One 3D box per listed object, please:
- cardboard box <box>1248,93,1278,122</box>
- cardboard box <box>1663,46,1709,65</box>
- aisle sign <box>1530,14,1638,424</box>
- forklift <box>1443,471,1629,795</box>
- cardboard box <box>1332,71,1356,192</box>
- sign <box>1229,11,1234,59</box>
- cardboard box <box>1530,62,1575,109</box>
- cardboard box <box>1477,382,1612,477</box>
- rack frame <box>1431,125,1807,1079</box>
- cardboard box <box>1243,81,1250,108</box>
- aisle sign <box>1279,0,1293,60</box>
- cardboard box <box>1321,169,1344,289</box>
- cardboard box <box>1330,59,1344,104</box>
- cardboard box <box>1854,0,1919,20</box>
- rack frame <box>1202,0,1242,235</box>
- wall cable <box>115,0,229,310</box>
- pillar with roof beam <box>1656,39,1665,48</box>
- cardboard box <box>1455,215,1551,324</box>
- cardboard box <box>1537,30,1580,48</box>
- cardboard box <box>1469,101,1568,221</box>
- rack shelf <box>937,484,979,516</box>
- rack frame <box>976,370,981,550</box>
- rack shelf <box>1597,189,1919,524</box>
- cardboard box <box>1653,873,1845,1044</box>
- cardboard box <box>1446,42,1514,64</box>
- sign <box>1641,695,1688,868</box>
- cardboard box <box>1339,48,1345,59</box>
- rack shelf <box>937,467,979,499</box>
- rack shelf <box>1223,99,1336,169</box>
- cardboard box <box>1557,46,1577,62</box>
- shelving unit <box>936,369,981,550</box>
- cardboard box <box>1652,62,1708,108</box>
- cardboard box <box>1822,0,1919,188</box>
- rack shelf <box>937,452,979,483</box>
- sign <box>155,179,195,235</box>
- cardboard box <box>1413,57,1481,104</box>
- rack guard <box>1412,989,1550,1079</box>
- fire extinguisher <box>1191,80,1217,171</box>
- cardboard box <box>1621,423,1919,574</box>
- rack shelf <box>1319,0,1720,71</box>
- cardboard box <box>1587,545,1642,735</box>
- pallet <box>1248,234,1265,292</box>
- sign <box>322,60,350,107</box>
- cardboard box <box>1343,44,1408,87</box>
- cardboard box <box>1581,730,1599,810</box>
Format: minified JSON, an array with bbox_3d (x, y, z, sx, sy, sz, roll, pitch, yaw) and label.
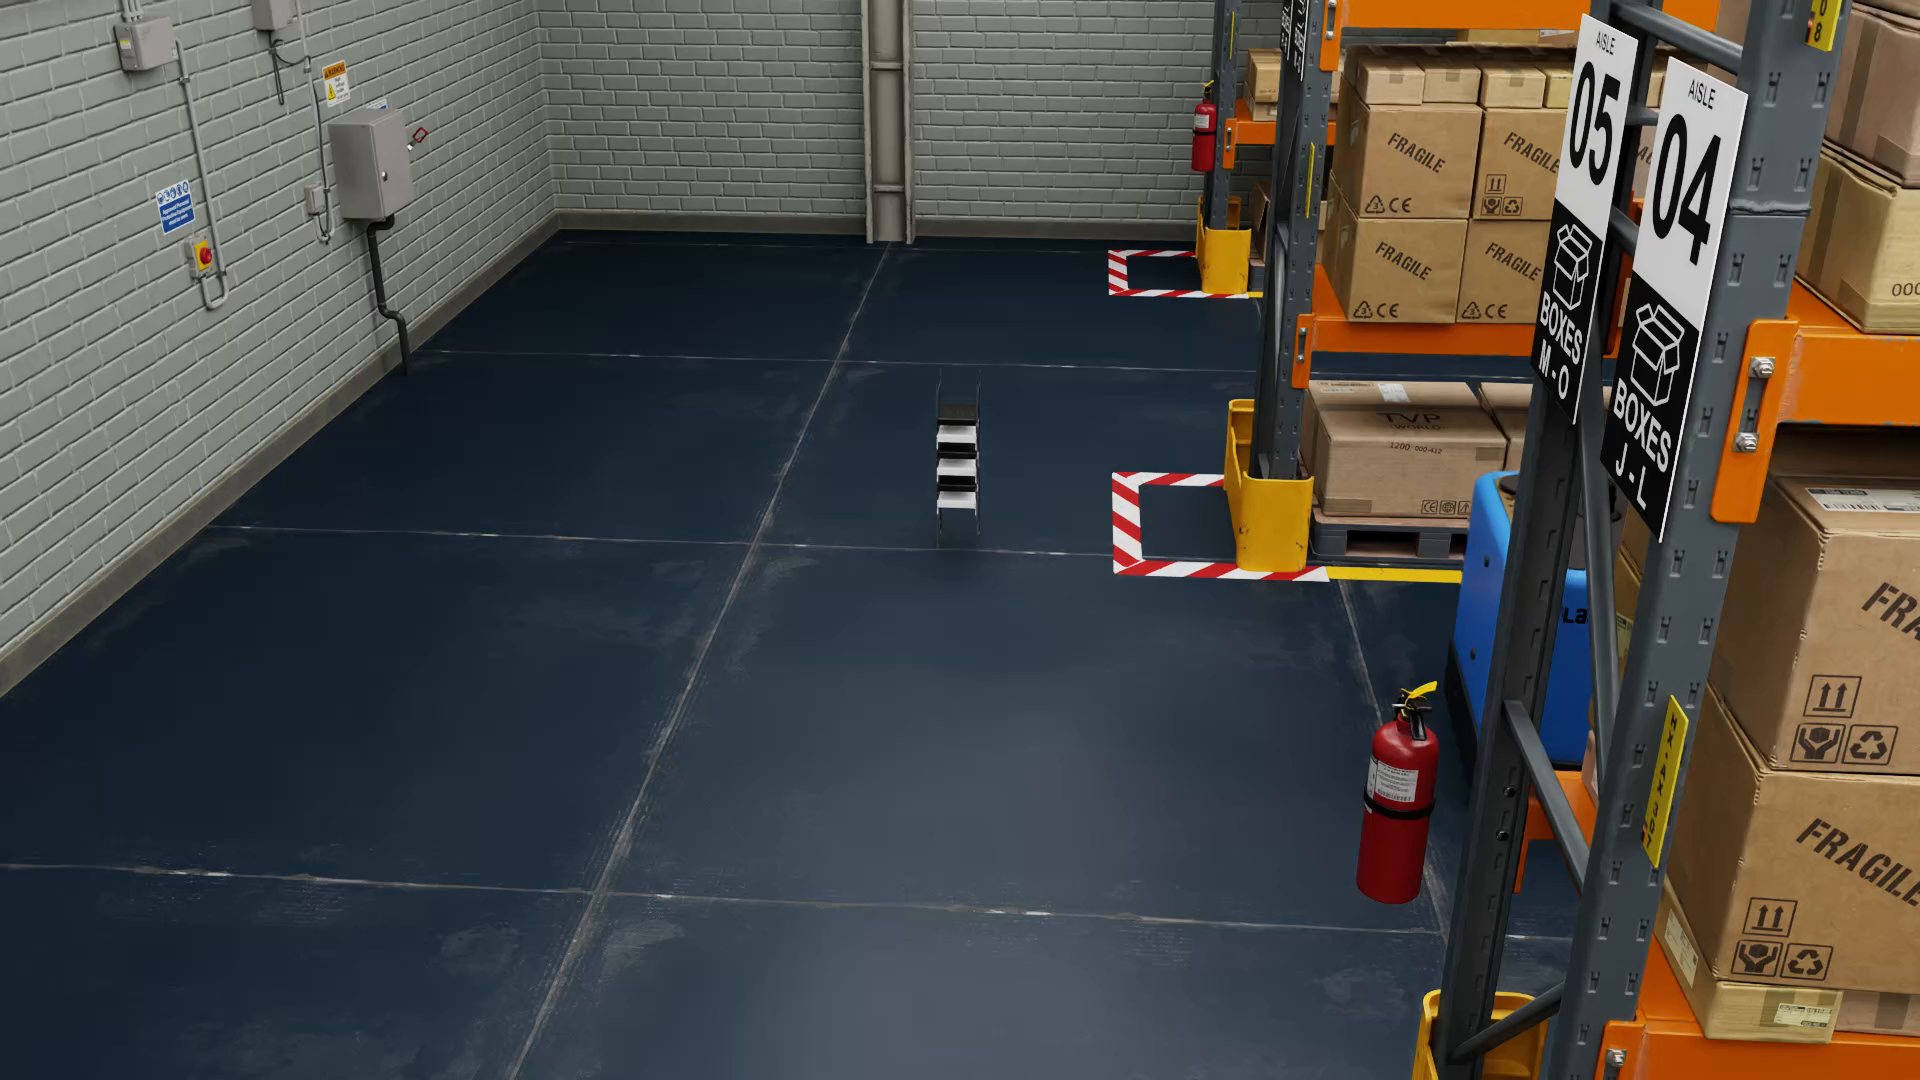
[{"bbox_3d":[2.329,-3.273,12.576,0.250,0.149,0.380,2,25,4],"label":"cardboard box"},{"bbox_3d":[3.556,-2.276,8.015,0.250,0.149,0.380,3,25,6],"label":"cardboard box"},{"bbox_3d":[1.318,-0.686,3.542,0.004,0.787,0.394,2,25,4],"label":"aisle sign"},{"bbox_3d":[3.529,-0.362,6.031,3.031,2.935,1.130,3,25,7],"label":"forklift"},{"bbox_3d":[2.145,-2.027,8.251,0.500,0.500,0.500,3,25,6],"label":"cardboard box"},{"bbox_3d":[1.981,-3.680,12.123,0.005,0.325,0.100,2,25,4],"label":"sign"},{"bbox_3d":[2.759,-2.075,7.580,0.250,0.149,0.380,1,25,2],"label":"cardboard box"},{"bbox_3d":[3.225,-0.465,8.735,0.875,0.438,0.875,2,25,5],"label":"cardboard box"},{"bbox_3d":[1.367,0.623,3.808,0.127,3.000,1.000,2,25,4],"label":"rack frame"},{"bbox_3d":[2.373,-3.500,13.068,0.250,0.149,0.380,2,25,3],"label":"cardboard box"},{"bbox_3d":[1.598,-2.756,8.041,0.004,0.787,0.394,2,25,4],"label":"aisle sign"},{"bbox_3d":[2.147,-1.584,8.484,0.500,0.500,0.500,2,25,4],"label":"cardboard box"},{"bbox_3d":[2.956,-3.437,12.454,0.500,0.250,0.500,2,25,5],"label":"cardboard box"},{"bbox_3d":[1.673,-0.975,2.796,0.250,0.149,0.380,2,25,4],"label":"cardboard box"},{"bbox_3d":[2.022,-3.512,12.795,0.127,3.000,1.000,2,25,4],"label":"rack frame"},{"bbox_3d":[-3.978,-2.090,8.451,0.123,1.953,0.585,2,25,4],"label":"wall cable"},{"bbox_3d":[5.055,-4.713,8.228,0.400,9.000,9.100,2,25,4],"label":"pillar with roof beam"},{"bbox_3d":[2.609,-1.349,7.974,0.500,0.500,0.500,1,25,3],"label":"cardboard box"},{"bbox_3d":[4.546,-3.951,12.674,0.500,0.500,0.500,1,25,3],"label":"cardboard box"},{"bbox_3d":[2.618,-1.796,7.748,0.500,0.500,0.500,1,25,3],"label":"cardboard box"},{"bbox_3d":[-0.008,-0.215,8.652,0.200,0.077,0.258,2,25,4],"label":"rack shelf"},{"bbox_3d":[0.093,-0.406,8.555,0.006,0.900,0.240,2,25,4],"label":"rack frame"},{"bbox_3d":[3.362,-0.349,3.192,4.000,0.370,1.077,2,25,4],"label":"rack shelf"},{"bbox_3d":[1.665,0.884,3.541,0.250,0.149,0.380,2,25,4],"label":"cardboard box"},{"bbox_3d":[2.538,-2.339,8.152,0.250,0.149,0.380,2,25,3],"label":"cardboard box"},{"bbox_3d":[1.326,0.456,3.136,0.005,0.325,0.100,2,25,4],"label":"sign"},{"bbox_3d":[3.015,-3.658,12.936,0.500,0.250,0.500,2,25,4],"label":"cardboard box"},{"bbox_3d":[-0.008,-0.297,8.614,0.200,0.077,0.258,2,25,4],"label":"rack shelf"},{"bbox_3d":[4.016,-3.122,12.806,4.000,0.370,1.077,2,25,4],"label":"rack shelf"},{"bbox_3d":[3.041,-2.275,8.015,0.250,0.149,0.380,2,25,4],"label":"cardboard box"},{"bbox_3d":[-0.008,-0.409,8.562,0.210,0.900,0.258,2,25,4],"label":"shelving unit"},{"bbox_3d":[3.271,-2.063,7.554,0.250,0.149,0.380,2,25,4],"label":"cardboard box"},{"bbox_3d":[1.795,-0.776,2.841,0.500,0.250,0.500,2,25,5],"label":"cardboard box"},{"bbox_3d":[-0.008,-0.379,8.576,0.200,0.077,0.258,2,25,4],"label":"rack shelf"},{"bbox_3d":[-4.043,-1.719,8.574,0.001,0.218,0.327,2,25,4],"label":"sign"},{"bbox_3d":[2.245,-2.132,7.704,0.250,0.149,0.380,2,25,5],"label":"cardboard box"},{"bbox_3d":[1.443,1.761,4.325,0.348,0.500,1.175,2,25,4],"label":"rack guard"},{"bbox_3d":[1.840,-3.120,12.481,0.183,0.674,0.296,2,25,4],"label":"fire extinguisher"},{"bbox_3d":[1.843,-0.101,3.710,0.500,0.500,0.500,1,25,3],"label":"cardboard box"},{"bbox_3d":[3.640,-2.415,7.683,4.000,0.370,1.077,2,25,4],"label":"rack shelf"},{"bbox_3d":[1.835,0.349,3.927,0.500,0.500,0.500,2,25,5],"label":"cardboard box"},{"bbox_3d":[2.893,-2.218,13.318,1.213,0.211,1.003,2,25,4],"label":"pallet"},{"bbox_3d":[-3.883,-2.844,10.354,0.001,0.242,0.339,2,25,4],"label":"sign"},{"bbox_3d":[2.019,-2.310,8.090,0.250,0.149,0.380,2,25,5],"label":"cardboard box"},{"bbox_3d":[1.714,0.630,4.094,0.250,0.149,0.380,2,25,4],"label":"cardboard box"}]
